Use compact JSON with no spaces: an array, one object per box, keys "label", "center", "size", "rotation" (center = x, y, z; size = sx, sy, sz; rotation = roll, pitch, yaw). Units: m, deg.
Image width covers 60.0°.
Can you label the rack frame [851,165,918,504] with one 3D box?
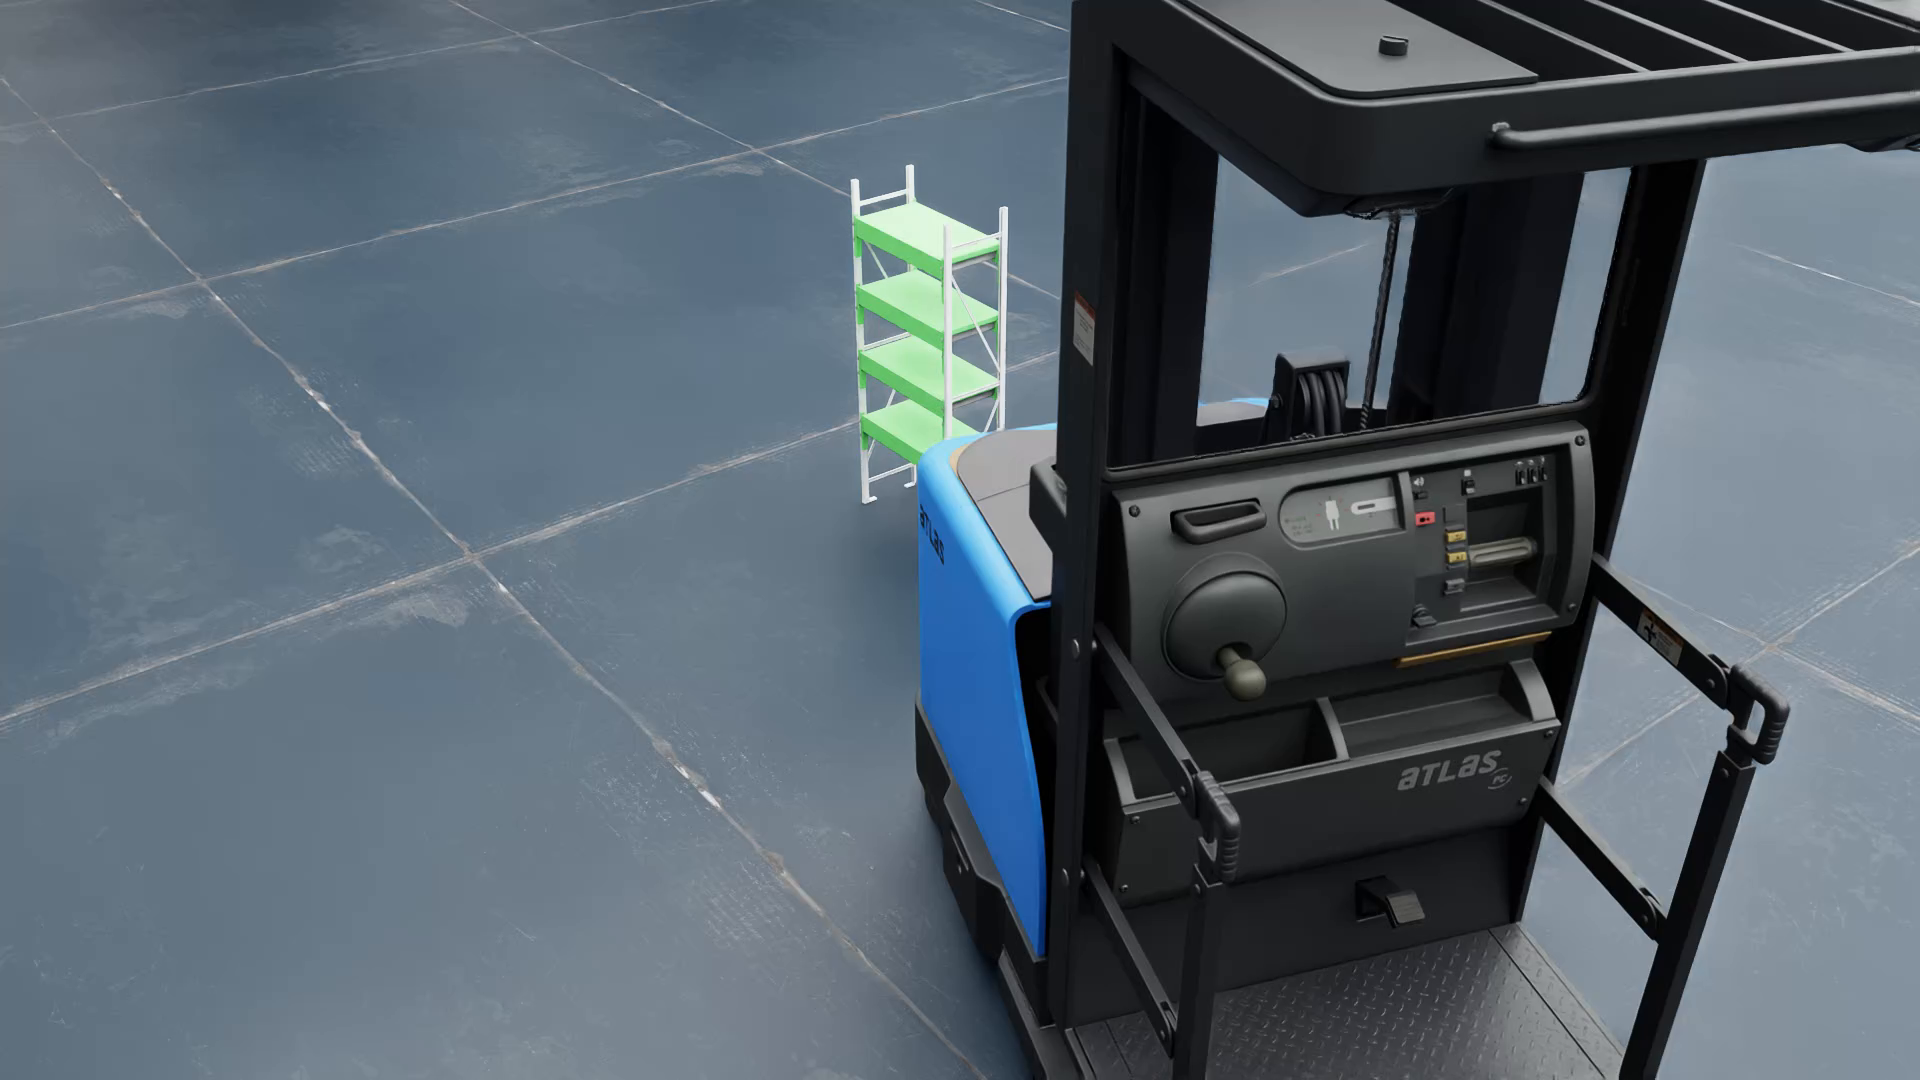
[{"label":"rack frame","center":[-0.251,-0.680,5.708],"size":[0.240,1.200,0.015],"rotation":[-22,38,-31]}]

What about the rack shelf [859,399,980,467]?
[{"label":"rack shelf","center":[-0.102,-0.321,5.705],"size":[0.258,0.148,0.480],"rotation":[-22,38,-31]}]

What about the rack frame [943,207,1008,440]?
[{"label":"rack frame","center":[0.048,-0.477,5.381],"size":[0.240,1.200,0.015],"rotation":[-22,38,-31]}]

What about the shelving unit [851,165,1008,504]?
[{"label":"shelving unit","center":[-0.102,-0.579,5.545],"size":[0.258,1.200,0.503],"rotation":[-22,38,-31]}]

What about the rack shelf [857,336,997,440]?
[{"label":"rack shelf","center":[-0.102,-0.524,5.578],"size":[0.258,0.148,0.480],"rotation":[-22,38,-31]}]

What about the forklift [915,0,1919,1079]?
[{"label":"forklift","center":[0.791,0.092,2.823],"size":[1.130,2.935,3.031],"rotation":[-9,33,-14]}]

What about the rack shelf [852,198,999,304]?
[{"label":"rack shelf","center":[-0.101,-0.932,5.325],"size":[0.258,0.148,0.480],"rotation":[-22,38,-31]}]

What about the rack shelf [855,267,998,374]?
[{"label":"rack shelf","center":[-0.102,-0.728,5.452],"size":[0.258,0.148,0.480],"rotation":[-22,38,-31]}]
